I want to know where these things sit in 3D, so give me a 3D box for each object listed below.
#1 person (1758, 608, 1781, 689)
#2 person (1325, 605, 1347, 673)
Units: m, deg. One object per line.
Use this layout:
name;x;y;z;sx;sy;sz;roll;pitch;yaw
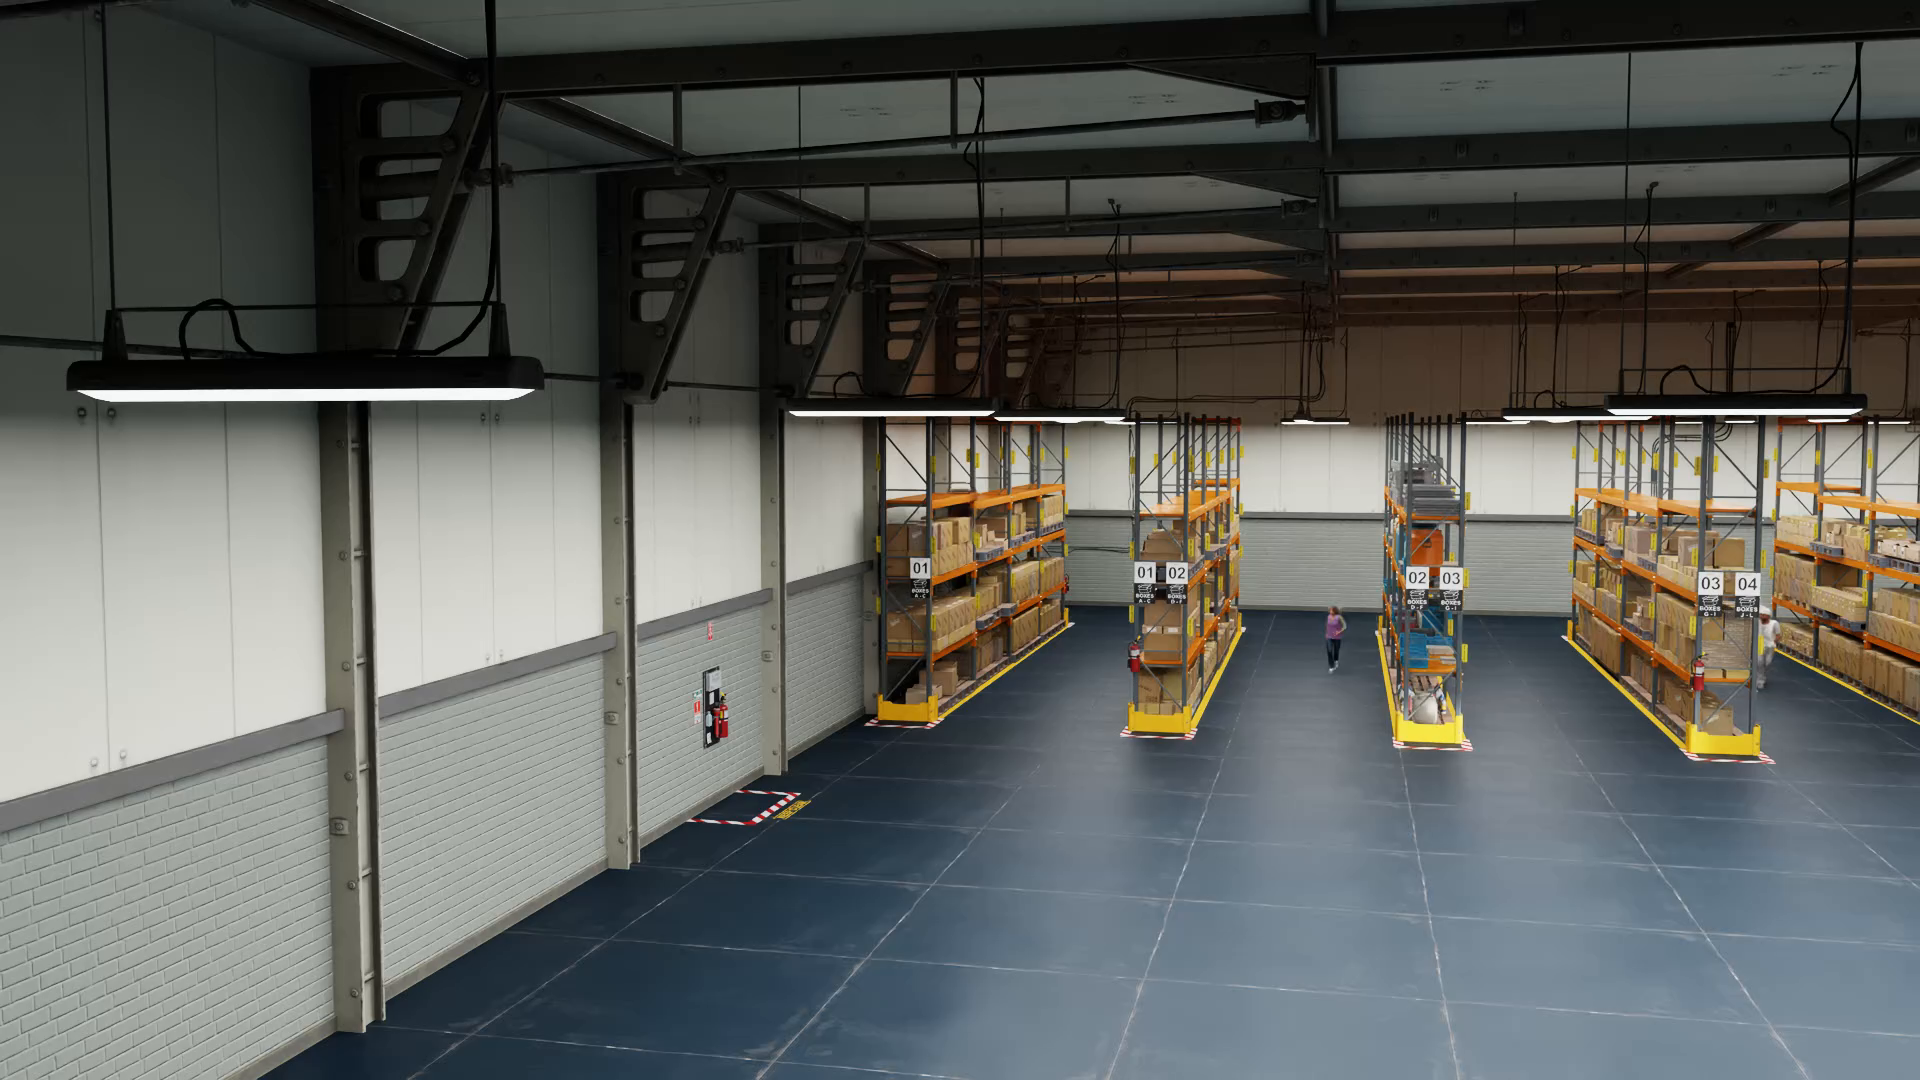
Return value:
person;17.847;2.399;36.793;0.491;1.808;0.885;1;4;17
person;8.818;2.317;38.995;0.490;1.589;0.658;1;4;16
